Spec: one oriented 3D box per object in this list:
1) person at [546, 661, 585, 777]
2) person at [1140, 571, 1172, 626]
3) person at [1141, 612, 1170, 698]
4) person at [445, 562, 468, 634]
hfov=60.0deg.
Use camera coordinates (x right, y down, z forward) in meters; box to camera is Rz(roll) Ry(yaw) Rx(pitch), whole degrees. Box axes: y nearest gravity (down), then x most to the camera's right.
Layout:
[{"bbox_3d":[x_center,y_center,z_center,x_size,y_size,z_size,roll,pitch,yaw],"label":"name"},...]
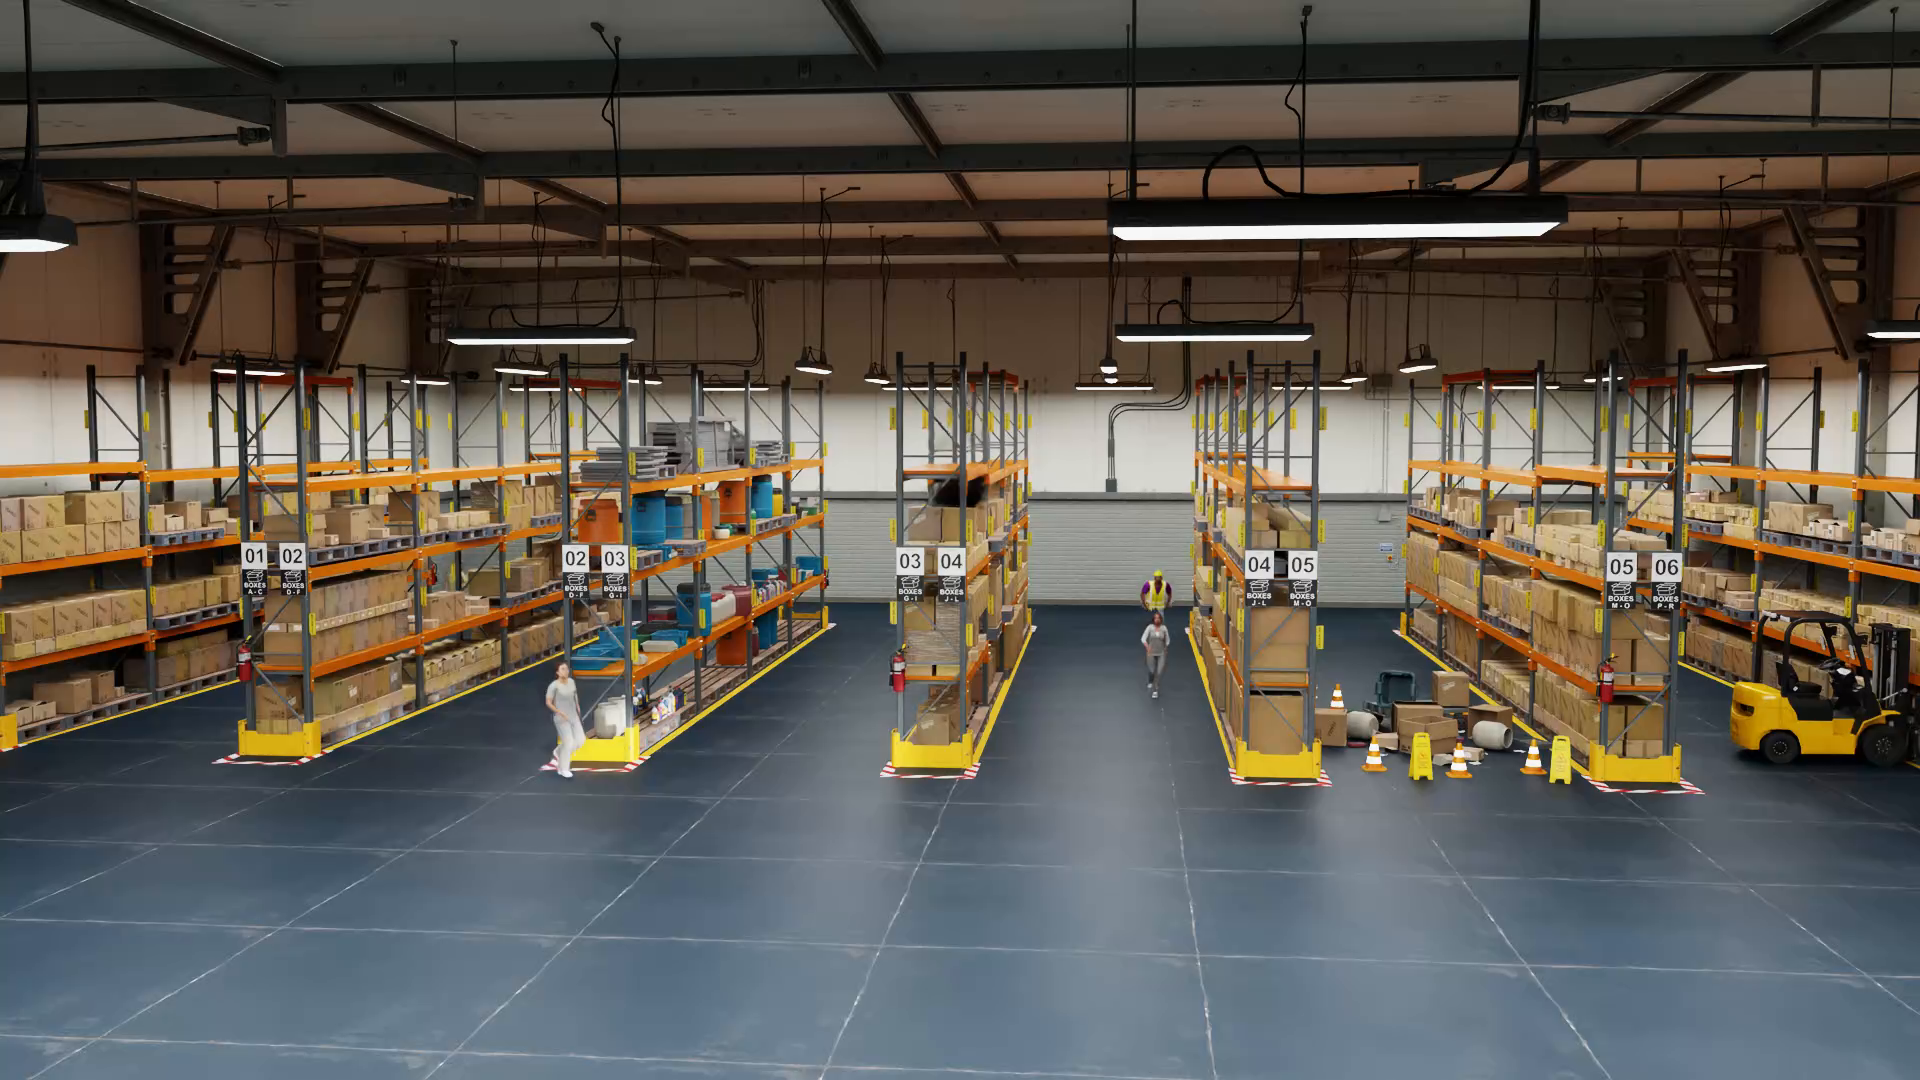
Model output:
[{"bbox_3d":[-5.580,2.524,23.505,0.532,1.633,0.571,3,5,37],"label":"person"},{"bbox_3d":[4.359,1.533,36.955,0.701,1.752,0.994,0,4,4],"label":"person"},{"bbox_3d":[3.551,2.086,30.093,0.516,1.554,0.523,0,4,1],"label":"person"},{"bbox_3d":[-11.990,1.361,39.596,0.587,1.680,0.944,0,4,-1],"label":"person"}]
